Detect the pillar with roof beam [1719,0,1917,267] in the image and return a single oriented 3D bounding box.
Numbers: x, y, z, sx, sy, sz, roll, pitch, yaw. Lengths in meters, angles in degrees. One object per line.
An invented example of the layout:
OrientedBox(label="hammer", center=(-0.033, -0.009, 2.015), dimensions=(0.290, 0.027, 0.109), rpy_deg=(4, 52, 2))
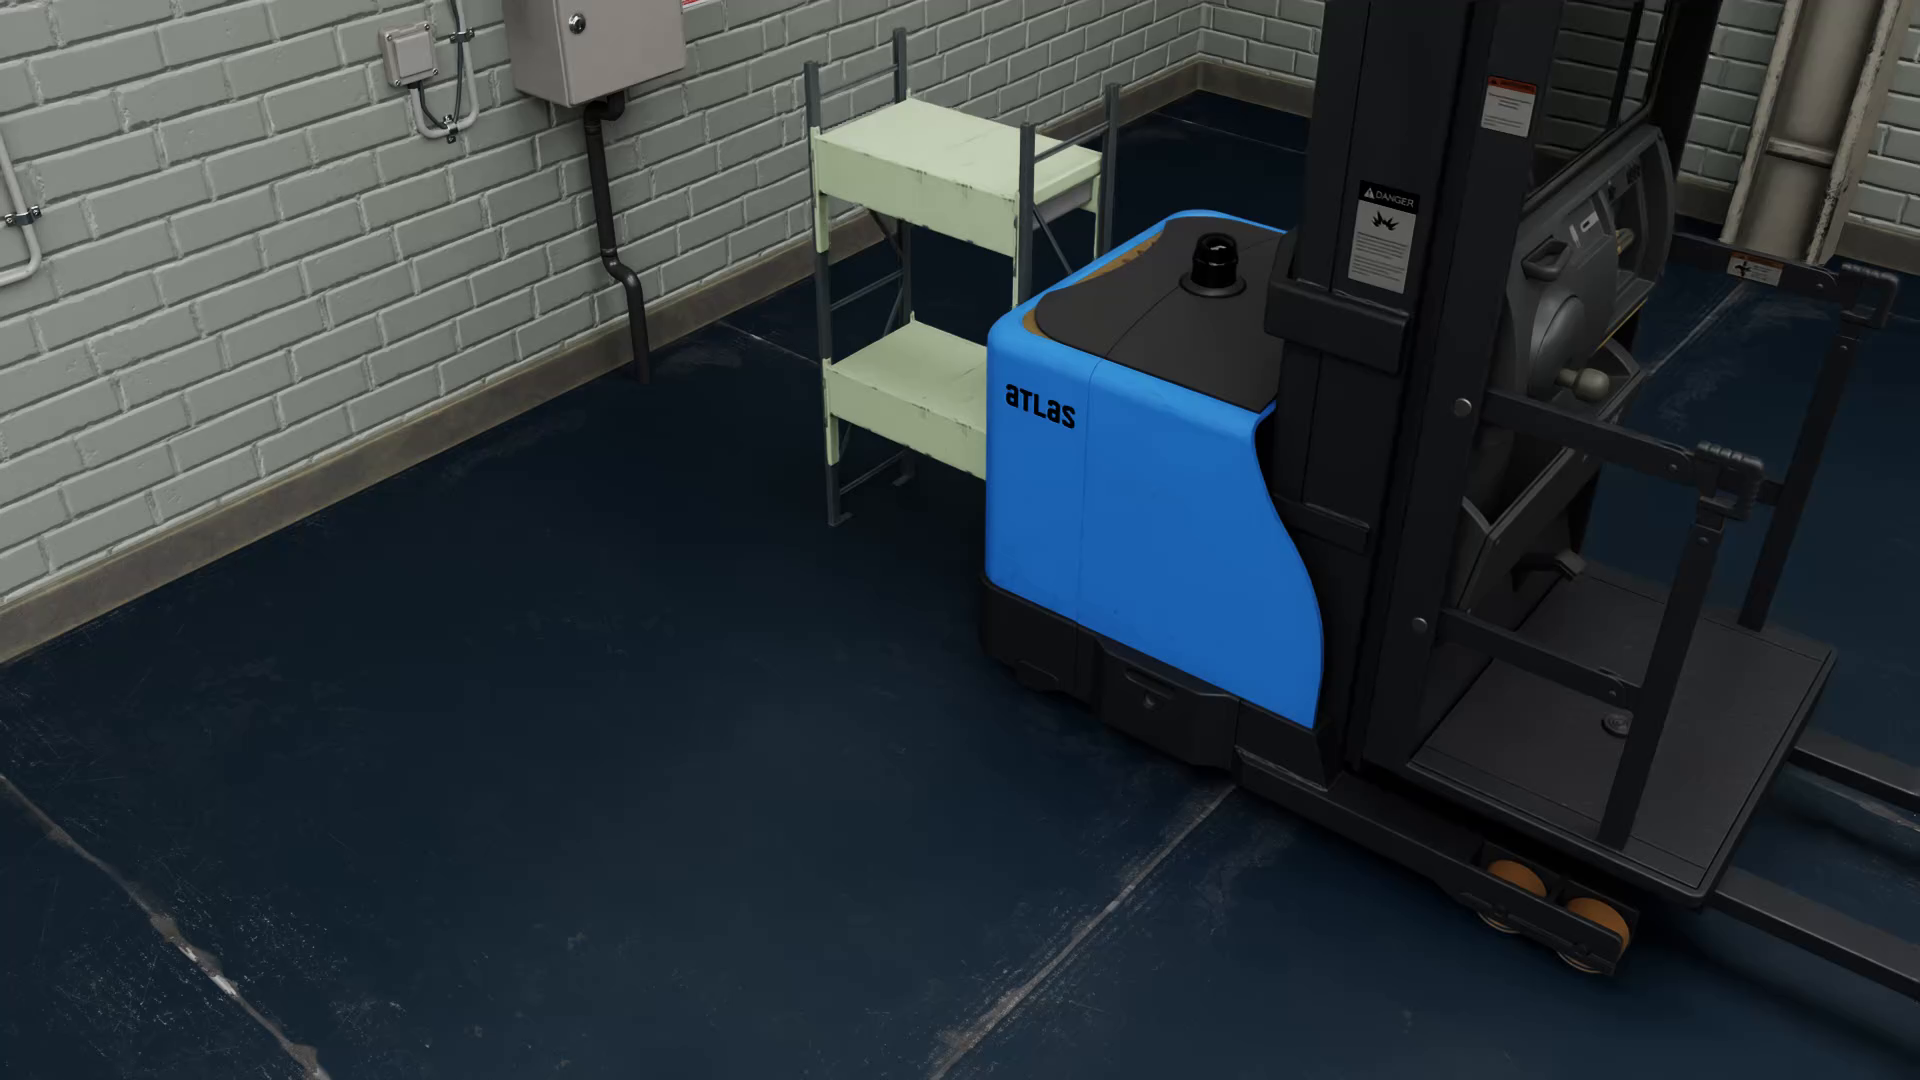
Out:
OrientedBox(label="pillar with roof beam", center=(0.697, -3.061, 1.758), dimensions=(0.400, 9.000, 9.100), rpy_deg=(25, 42, 32))

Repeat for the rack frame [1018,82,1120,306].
OrientedBox(label="rack frame", center=(0.282, -0.488, 4.635), dimensions=(0.023, 1.500, 0.400), rpy_deg=(25, 41, 31))

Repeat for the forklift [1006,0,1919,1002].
OrientedBox(label="forklift", center=(1.558, -0.505, 3.474), dimensions=(2.937, 2.843, 1.107), rpy_deg=(24, 41, 31))

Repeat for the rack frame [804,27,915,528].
OrientedBox(label="rack frame", center=(-0.286, -0.749, 5.015), dimensions=(0.023, 1.500, 0.400), rpy_deg=(25, 41, 31))

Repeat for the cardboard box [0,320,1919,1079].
OrientedBox(label="cardboard box", center=(2.303, 2.200, 0.678), dimensions=(13.522, 1.550, 6.103), rpy_deg=(24, 41, 31))

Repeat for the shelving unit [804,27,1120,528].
OrientedBox(label="shelving unit", center=(-0.002, -0.618, 4.825), dimensions=(0.755, 1.500, 0.400), rpy_deg=(25, 41, 31))

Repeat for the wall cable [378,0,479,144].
OrientedBox(label="wall cable", center=(-1.676, -2.004, 4.621), dimensions=(0.122, 1.984, 0.588), rpy_deg=(25, 42, 32))

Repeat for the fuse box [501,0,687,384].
OrientedBox(label="fuse box", center=(-1.118, -1.294, 5.622), dimensions=(0.414, 1.711, 0.539), rpy_deg=(25, 42, 32))
